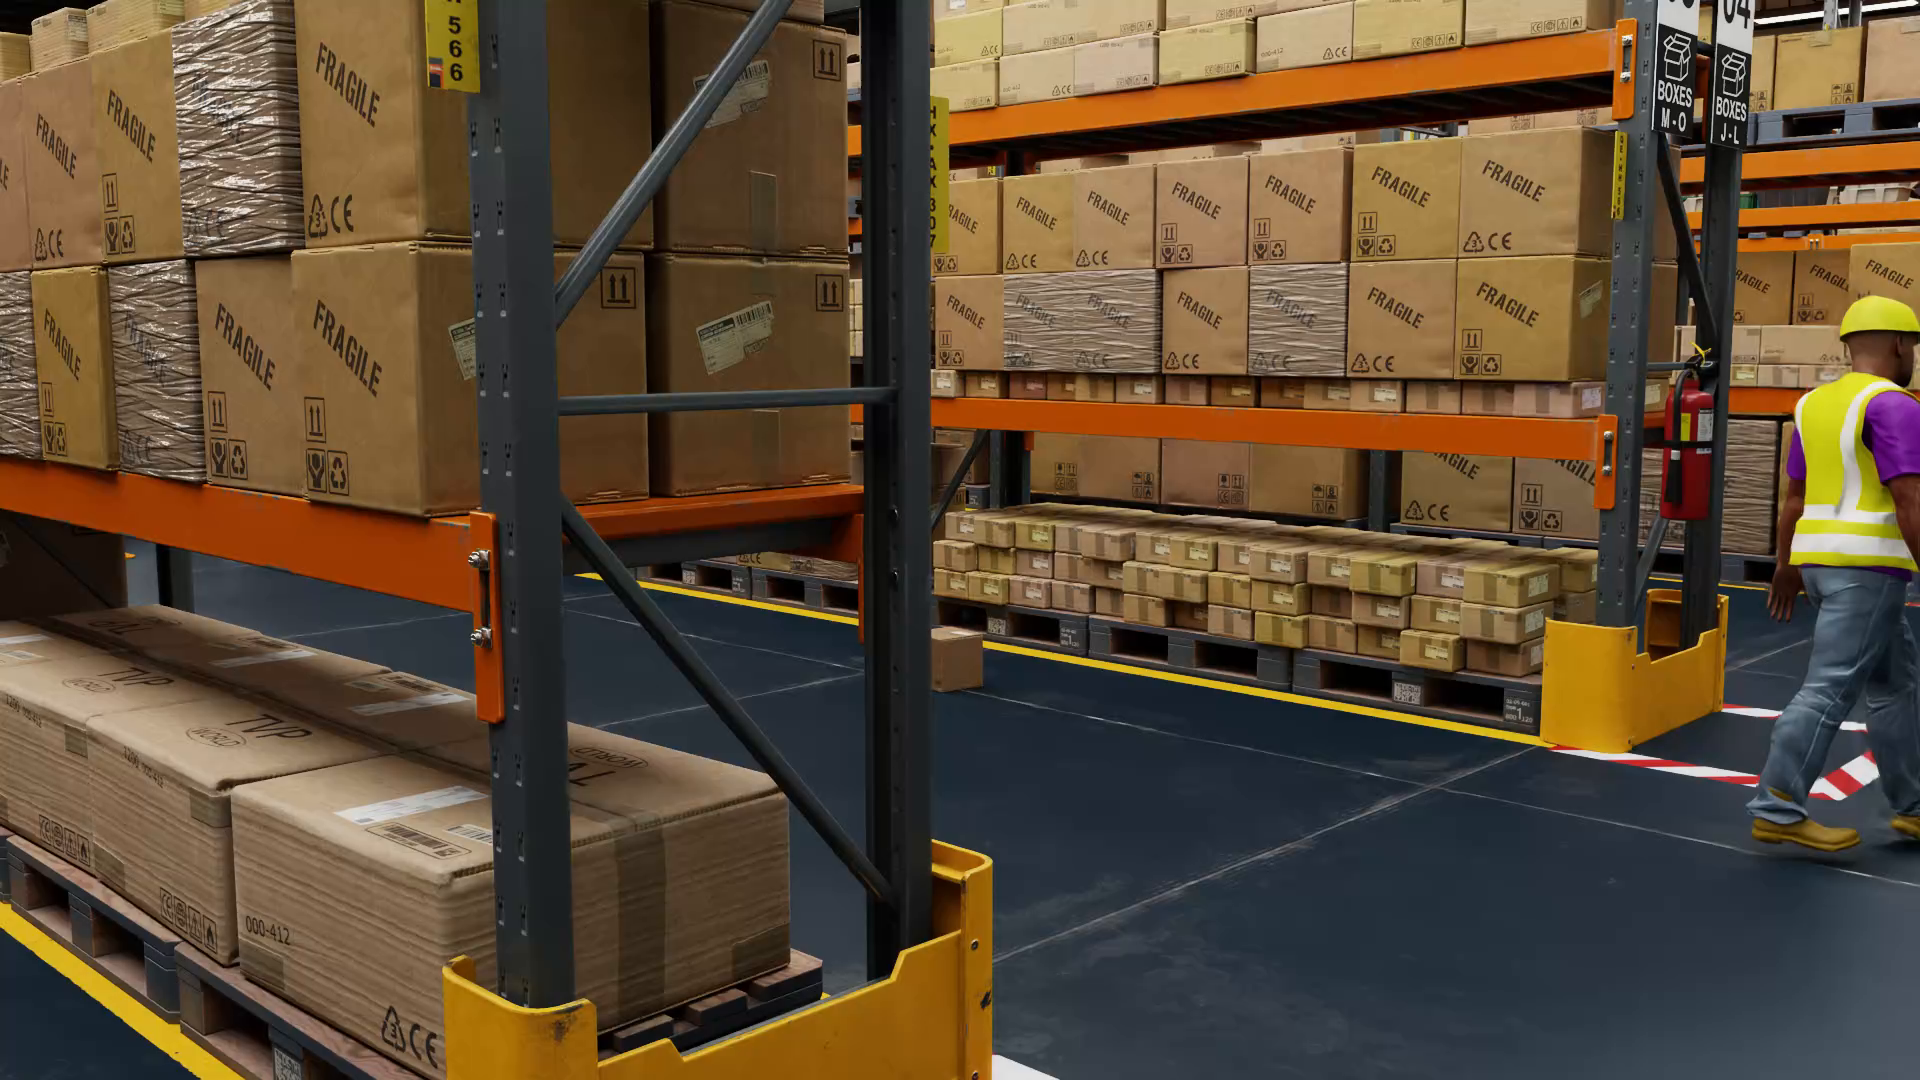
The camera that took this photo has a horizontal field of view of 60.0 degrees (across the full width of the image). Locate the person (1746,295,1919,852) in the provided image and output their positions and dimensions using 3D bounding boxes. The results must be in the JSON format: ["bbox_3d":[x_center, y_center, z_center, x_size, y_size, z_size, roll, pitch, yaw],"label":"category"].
[{"bbox_3d":[2.896,0.142,5.249,0.773,1.815,0.663,1,7,6],"label":"person"}]
